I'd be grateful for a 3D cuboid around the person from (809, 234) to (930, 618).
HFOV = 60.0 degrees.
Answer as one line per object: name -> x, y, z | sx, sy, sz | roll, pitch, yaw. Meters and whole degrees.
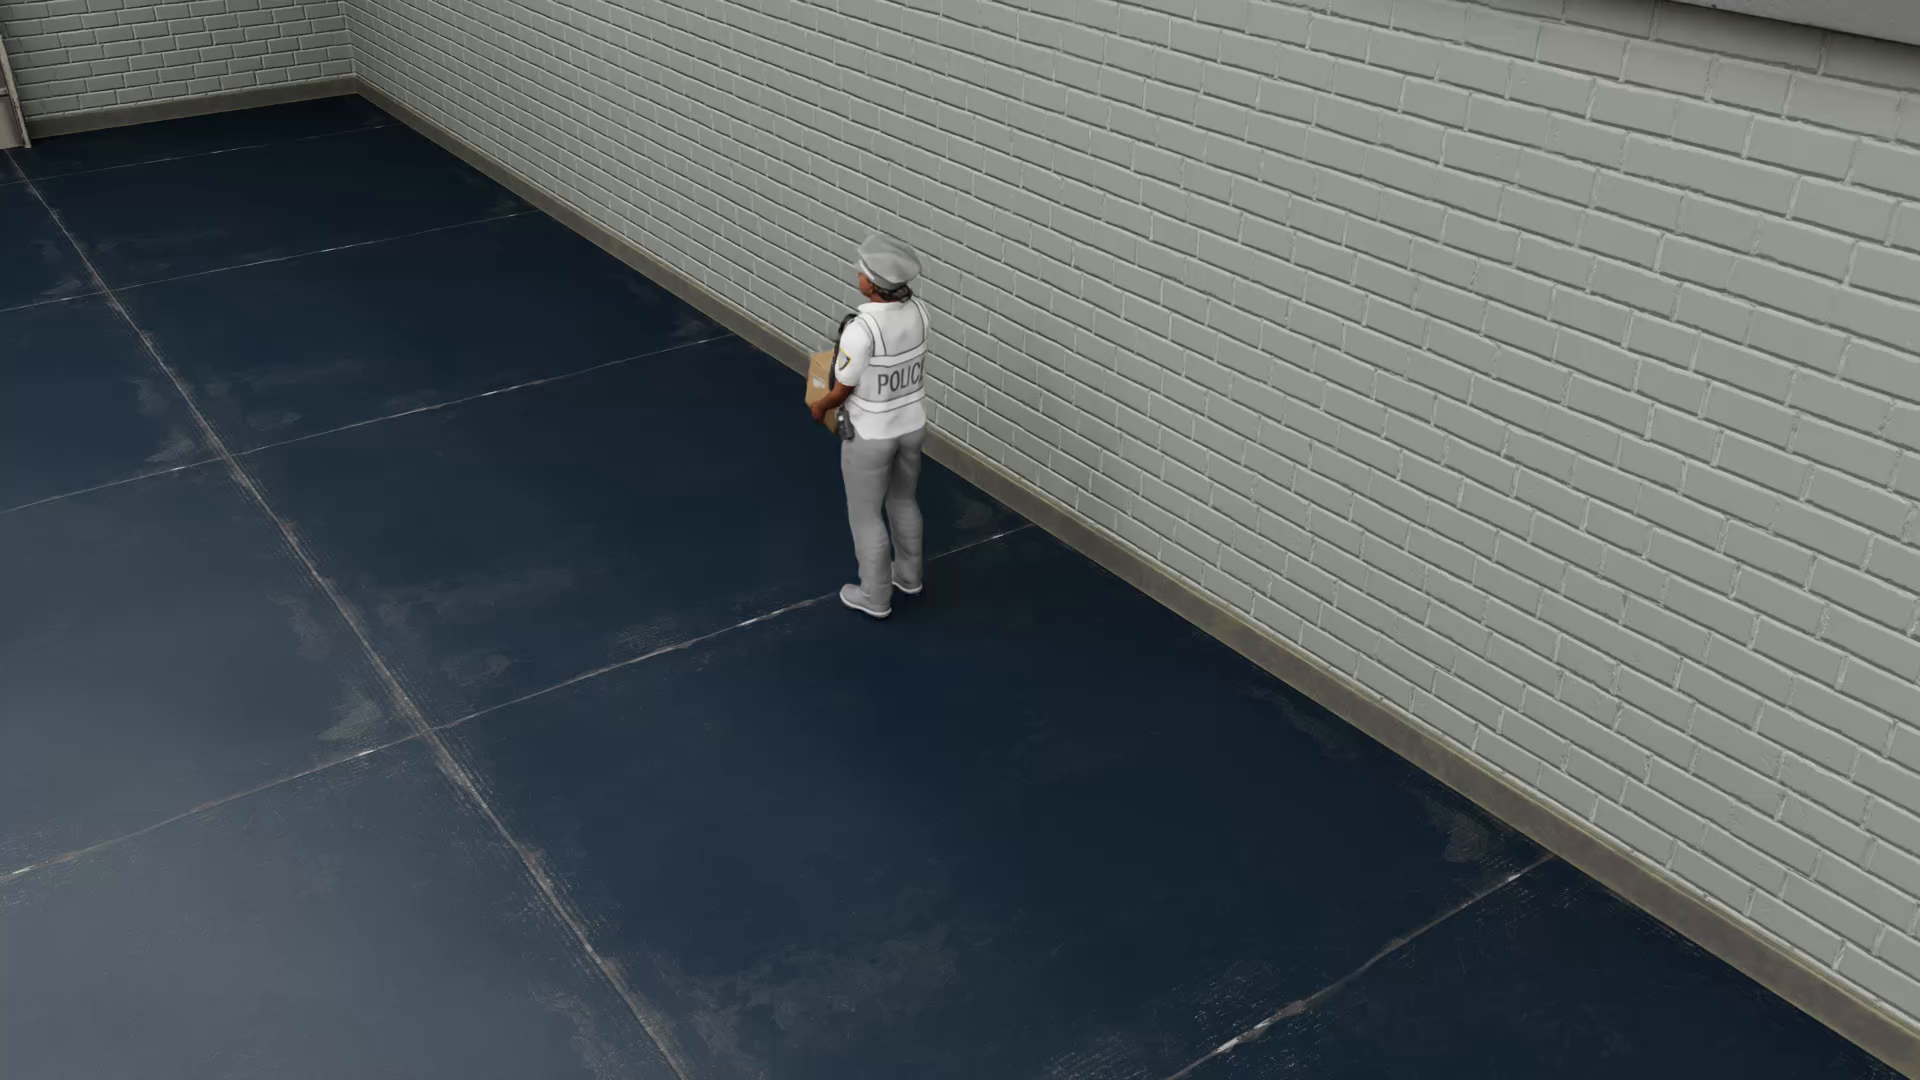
person -> -0.364, -0.481, 6.959 | 0.519, 1.702, 0.491 | 25, 38, 38
